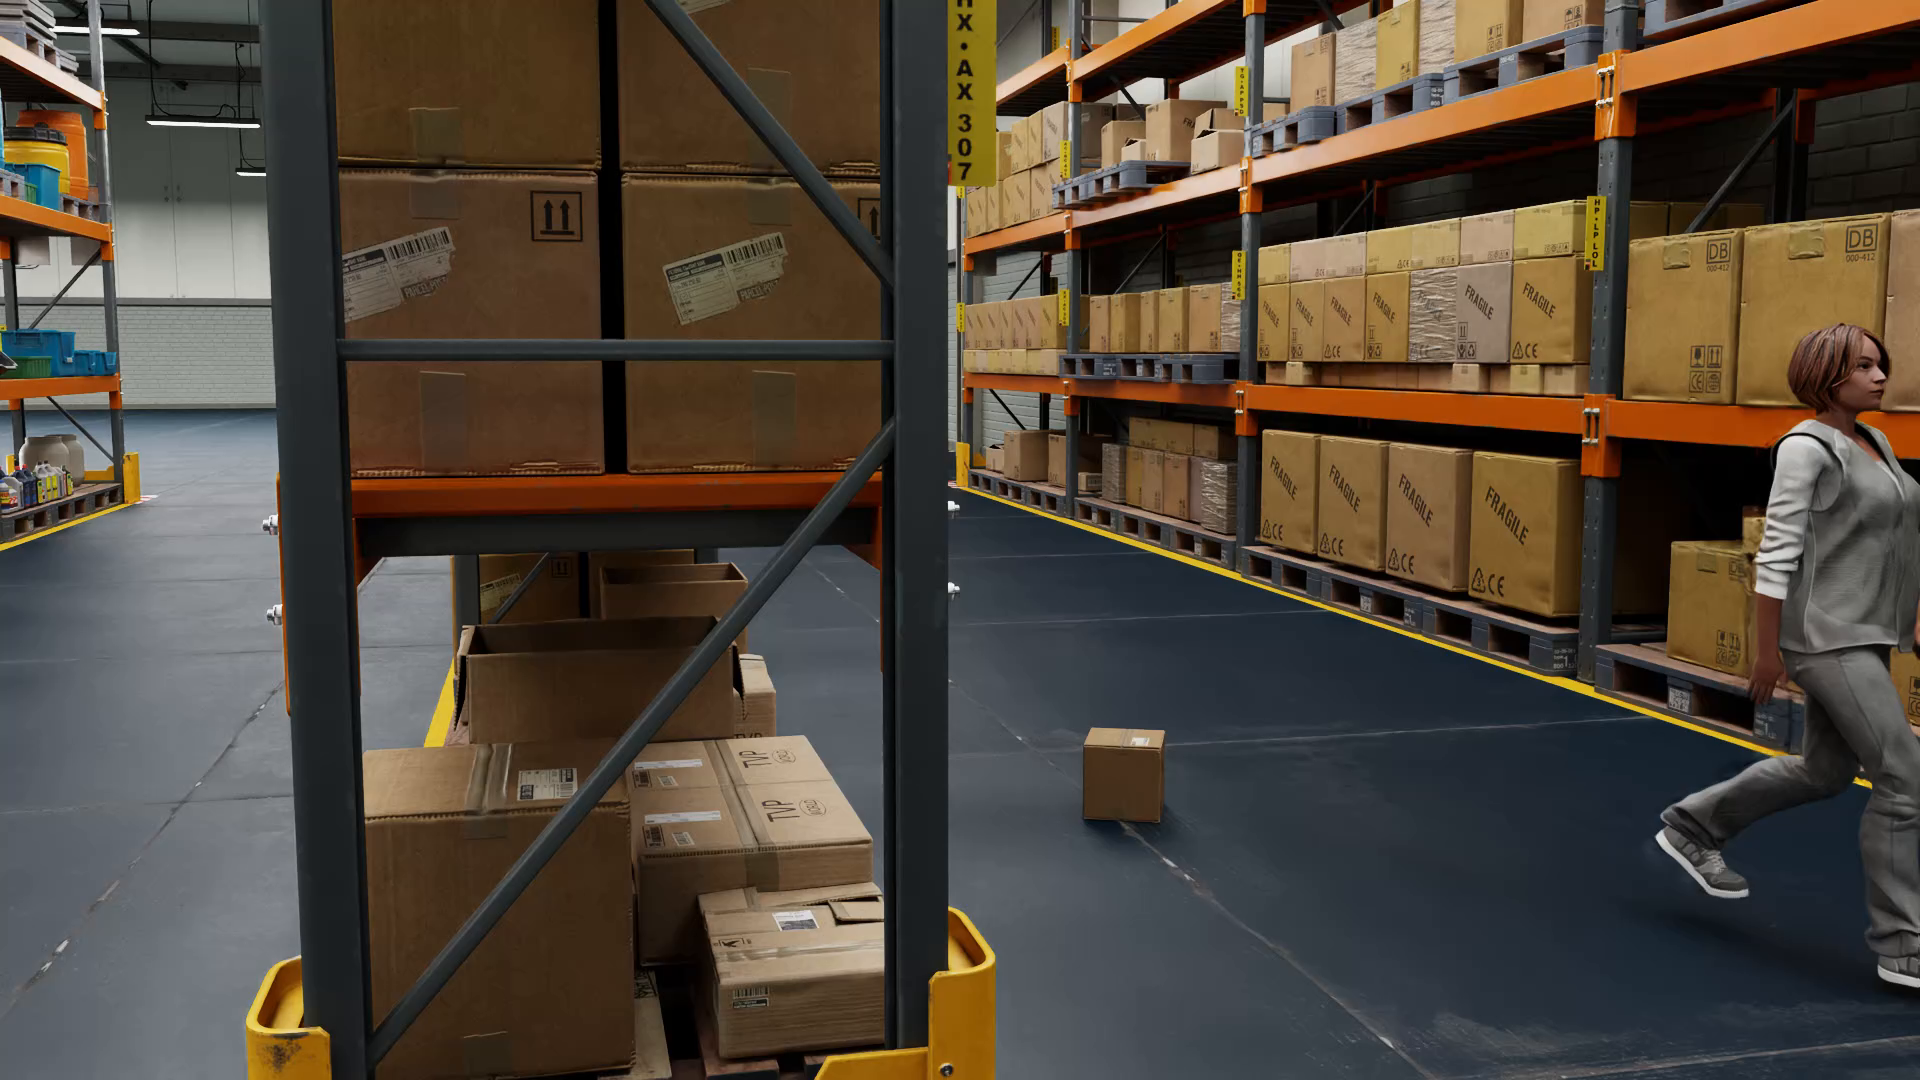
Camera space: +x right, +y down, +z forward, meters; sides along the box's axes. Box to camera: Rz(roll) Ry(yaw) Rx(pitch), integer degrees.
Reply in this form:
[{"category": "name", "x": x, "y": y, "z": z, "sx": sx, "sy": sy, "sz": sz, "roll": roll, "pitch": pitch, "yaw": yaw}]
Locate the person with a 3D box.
[{"category": "person", "x": 2.130, "y": 0.248, "z": 4.065, "sx": 0.406, "sy": 1.549, "sz": 0.882, "roll": -6, "pitch": 8, "yaw": -41}]
